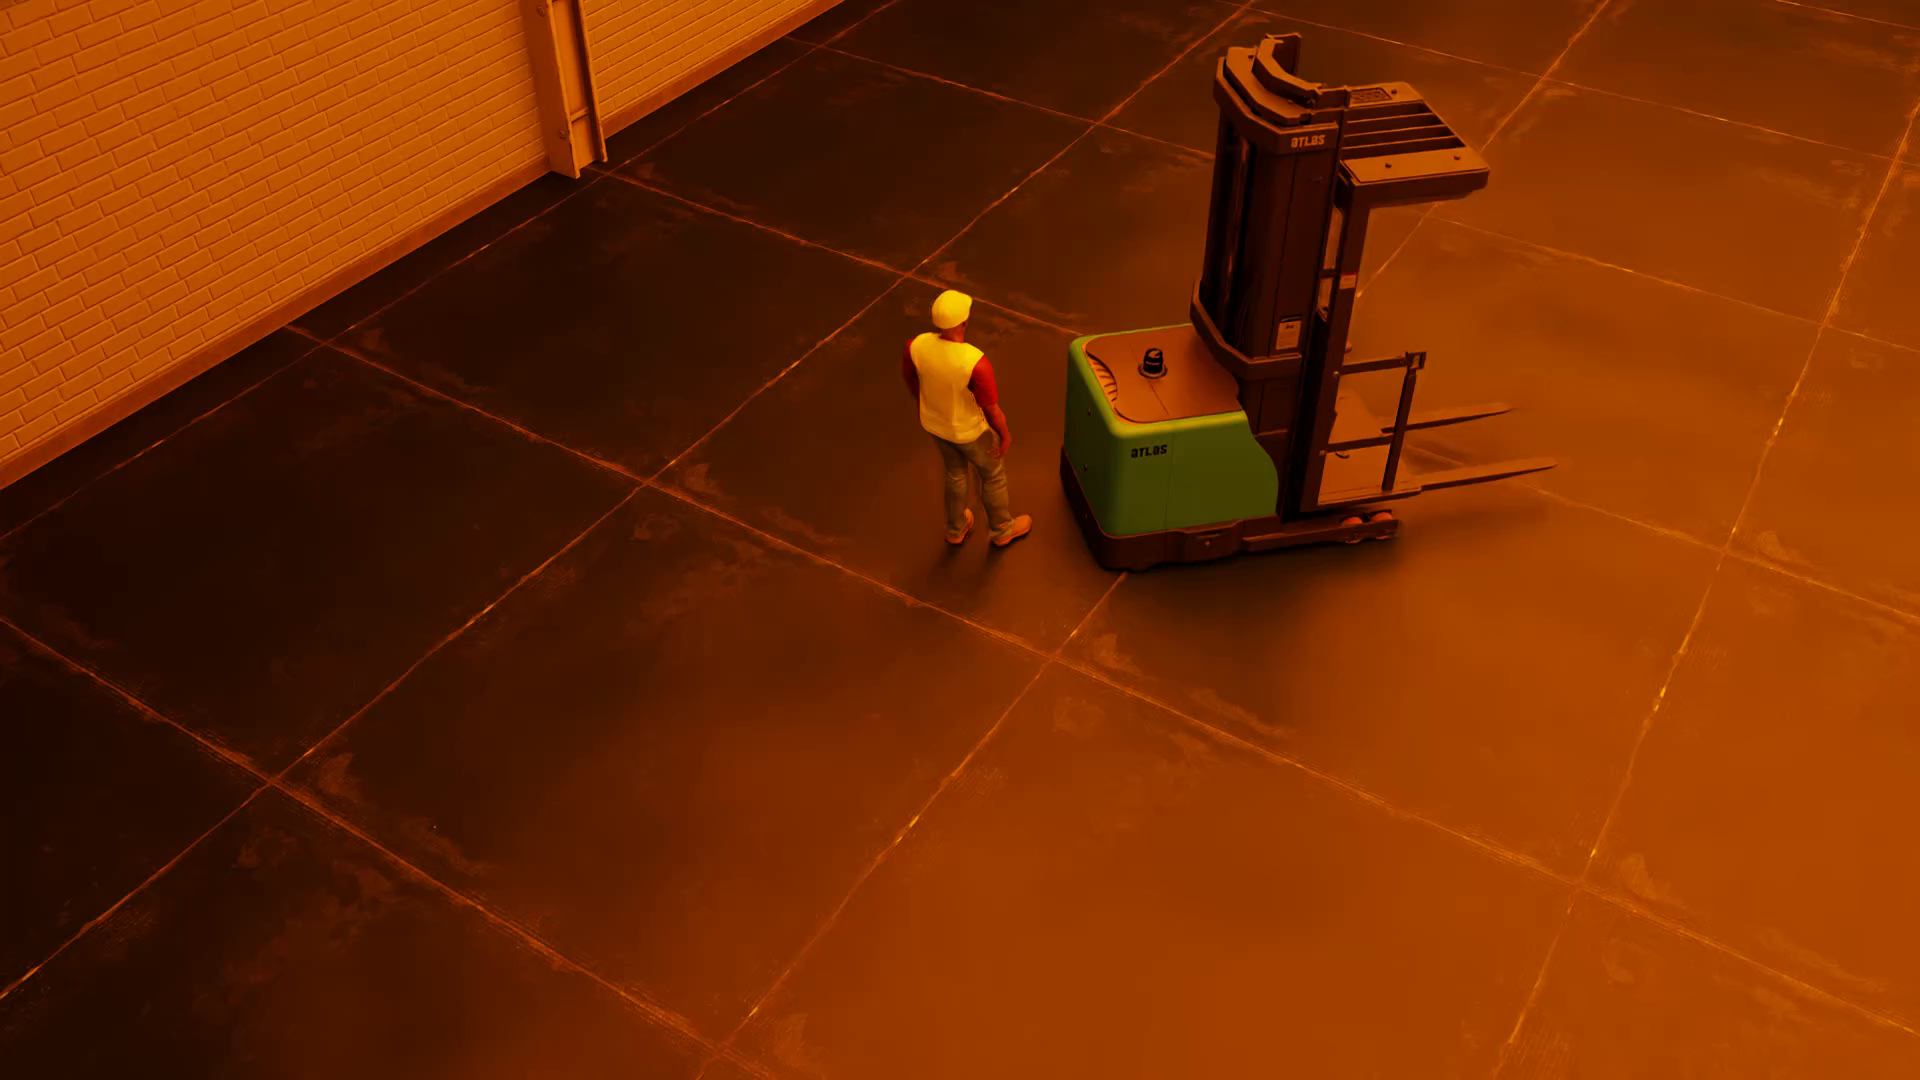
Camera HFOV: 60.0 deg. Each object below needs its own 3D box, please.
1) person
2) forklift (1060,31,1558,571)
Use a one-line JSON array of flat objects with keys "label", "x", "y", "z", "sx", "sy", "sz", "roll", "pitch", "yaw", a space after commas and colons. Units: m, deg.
[{"label": "person", "x": 0.034, "y": -0.736, "z": 9.755, "sx": 0.689, "sy": 1.753, "sz": 0.573, "roll": 25, "pitch": 46, "yaw": 26}, {"label": "forklift", "x": 2.211, "y": -1.423, "z": 9.646, "sx": 3.031, "sy": 2.935, "sz": 1.130, "roll": -8, "pitch": 41, "yaw": -10}]
